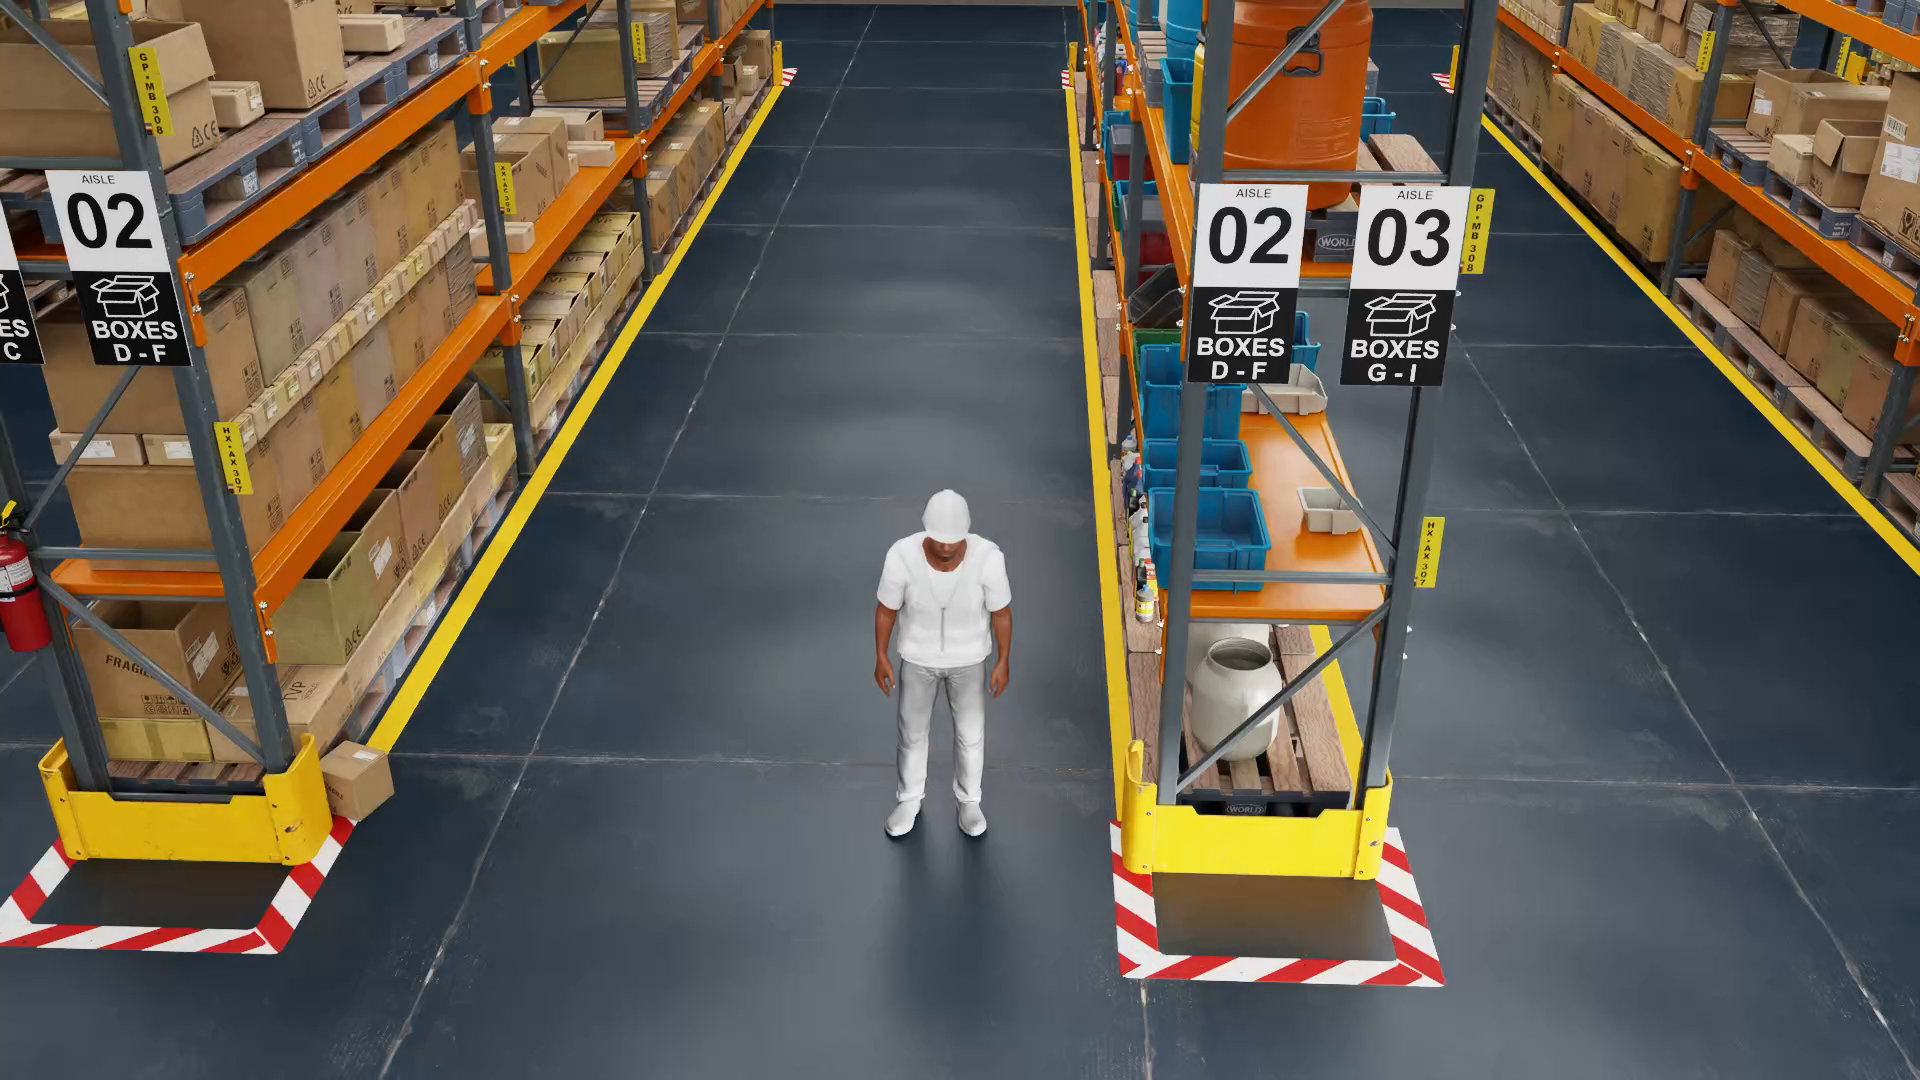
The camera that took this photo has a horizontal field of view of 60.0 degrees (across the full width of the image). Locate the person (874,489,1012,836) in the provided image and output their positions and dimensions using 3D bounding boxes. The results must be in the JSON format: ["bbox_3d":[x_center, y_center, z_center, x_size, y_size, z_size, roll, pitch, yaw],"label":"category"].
[{"bbox_3d":[-0.079,0.549,7.561,0.625,1.760,0.460,1,28,1],"label":"person"}]
